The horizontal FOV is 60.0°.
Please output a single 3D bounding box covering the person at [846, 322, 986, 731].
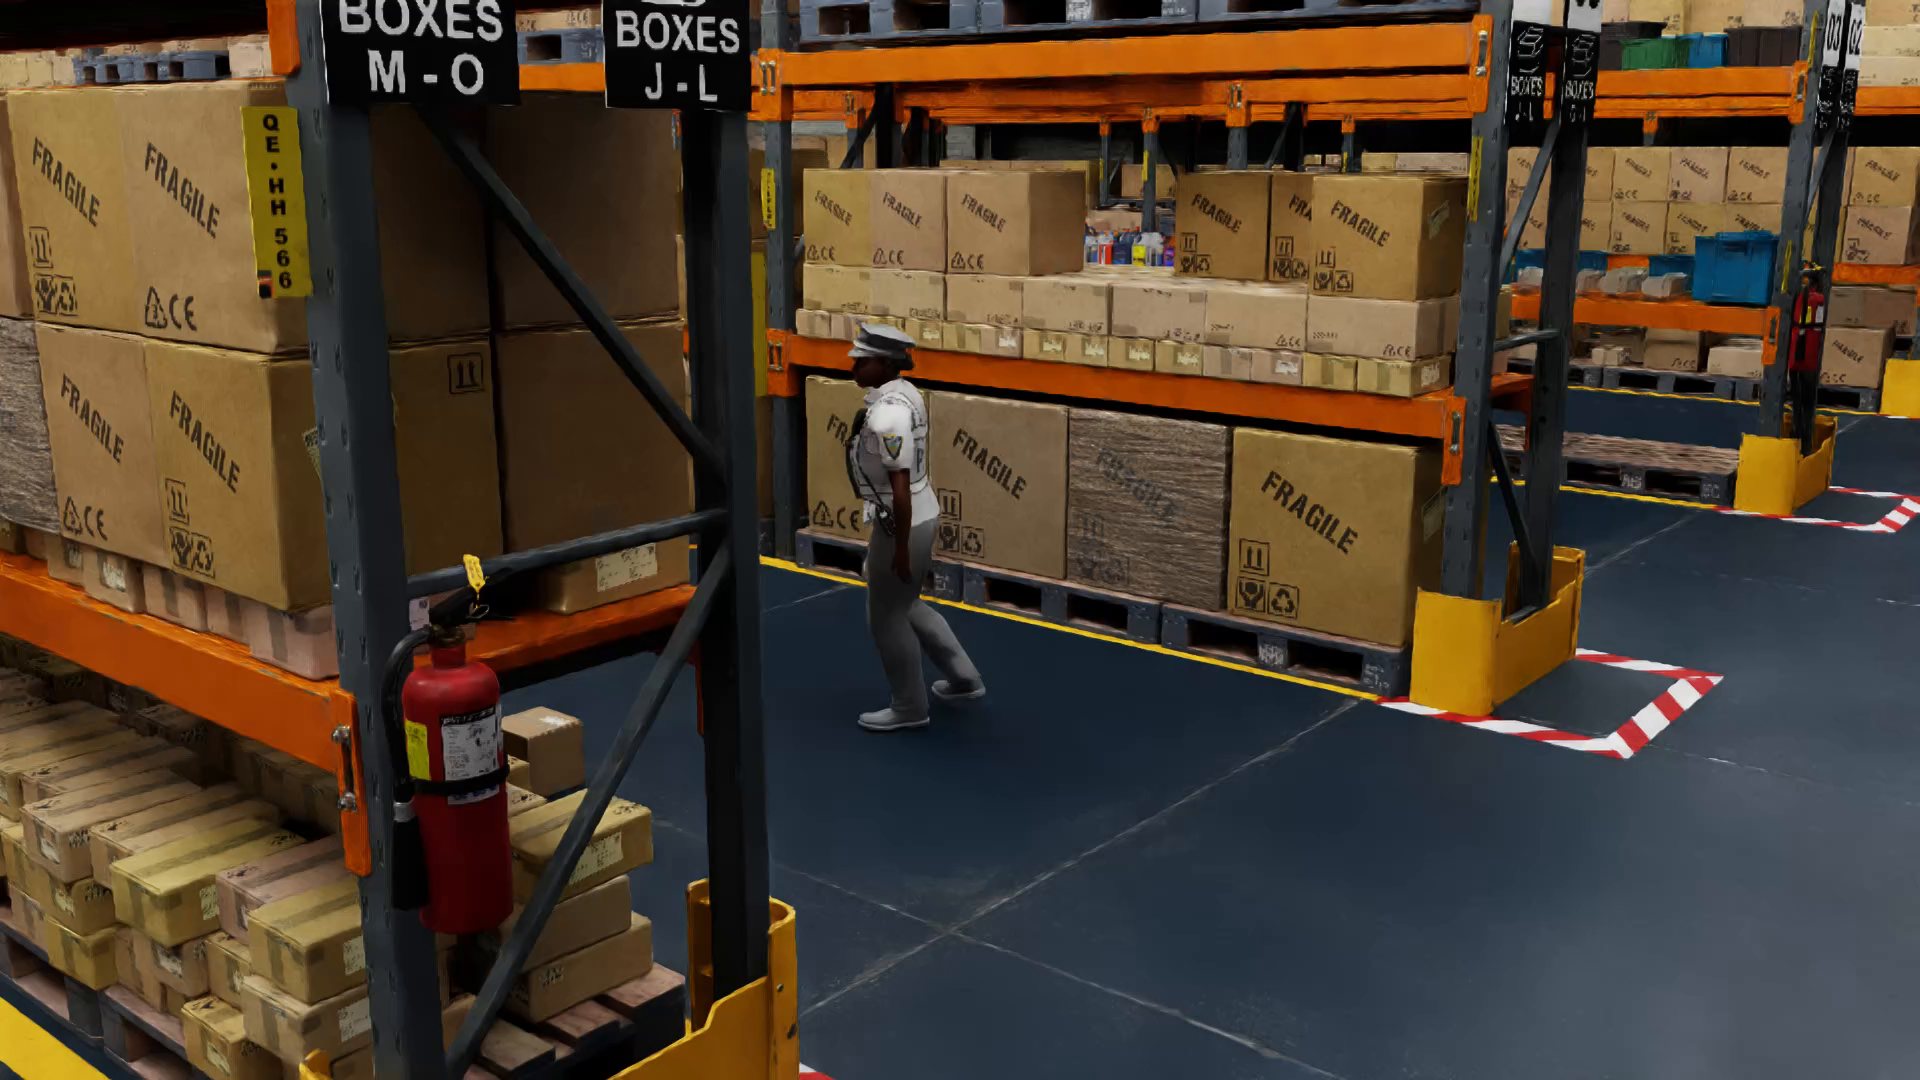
[{"bbox_3d":[-0.176,-0.049,6.677,0.515,1.664,0.519,1,14,5],"label":"person"}]
